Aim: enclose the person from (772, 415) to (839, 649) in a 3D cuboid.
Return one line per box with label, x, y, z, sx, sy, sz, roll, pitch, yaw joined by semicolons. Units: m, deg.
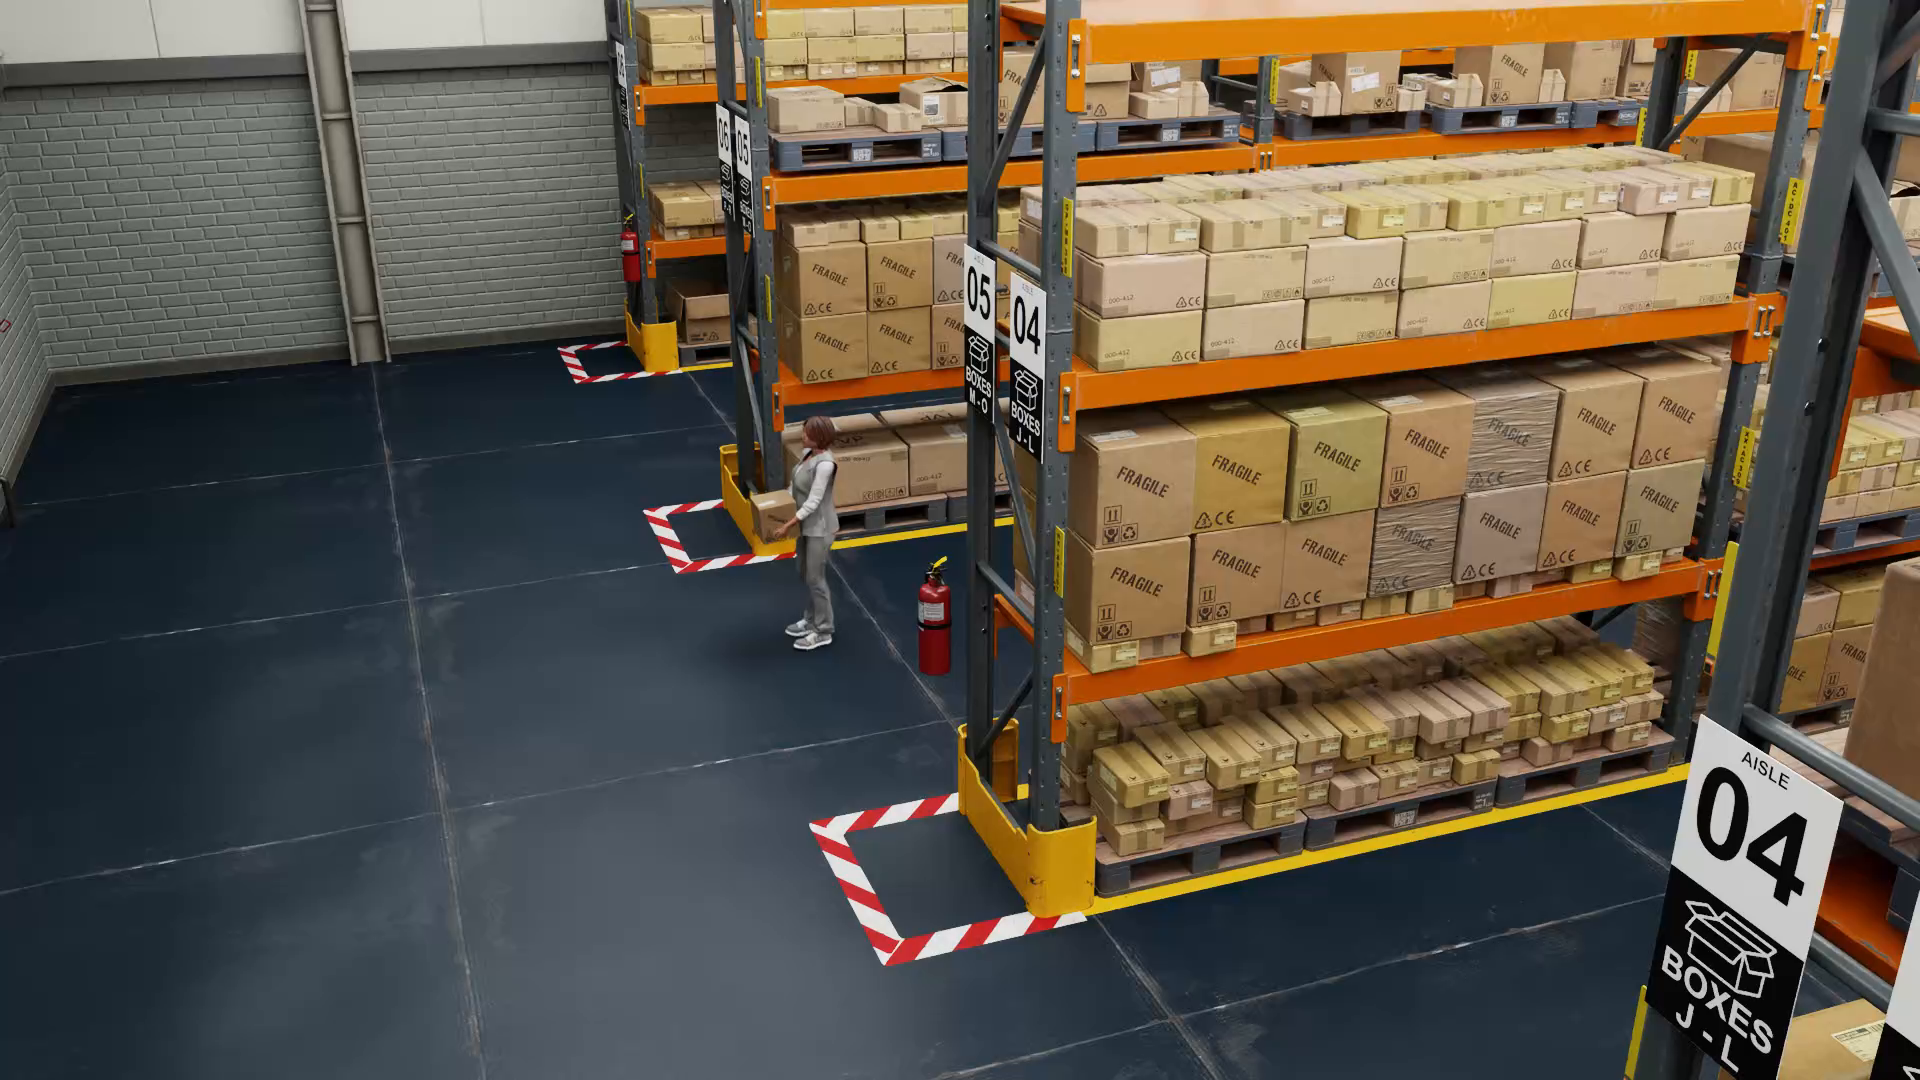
person;-1.033;-0.047;10.928;0.477;1.592;0.412;-8;24;-19
